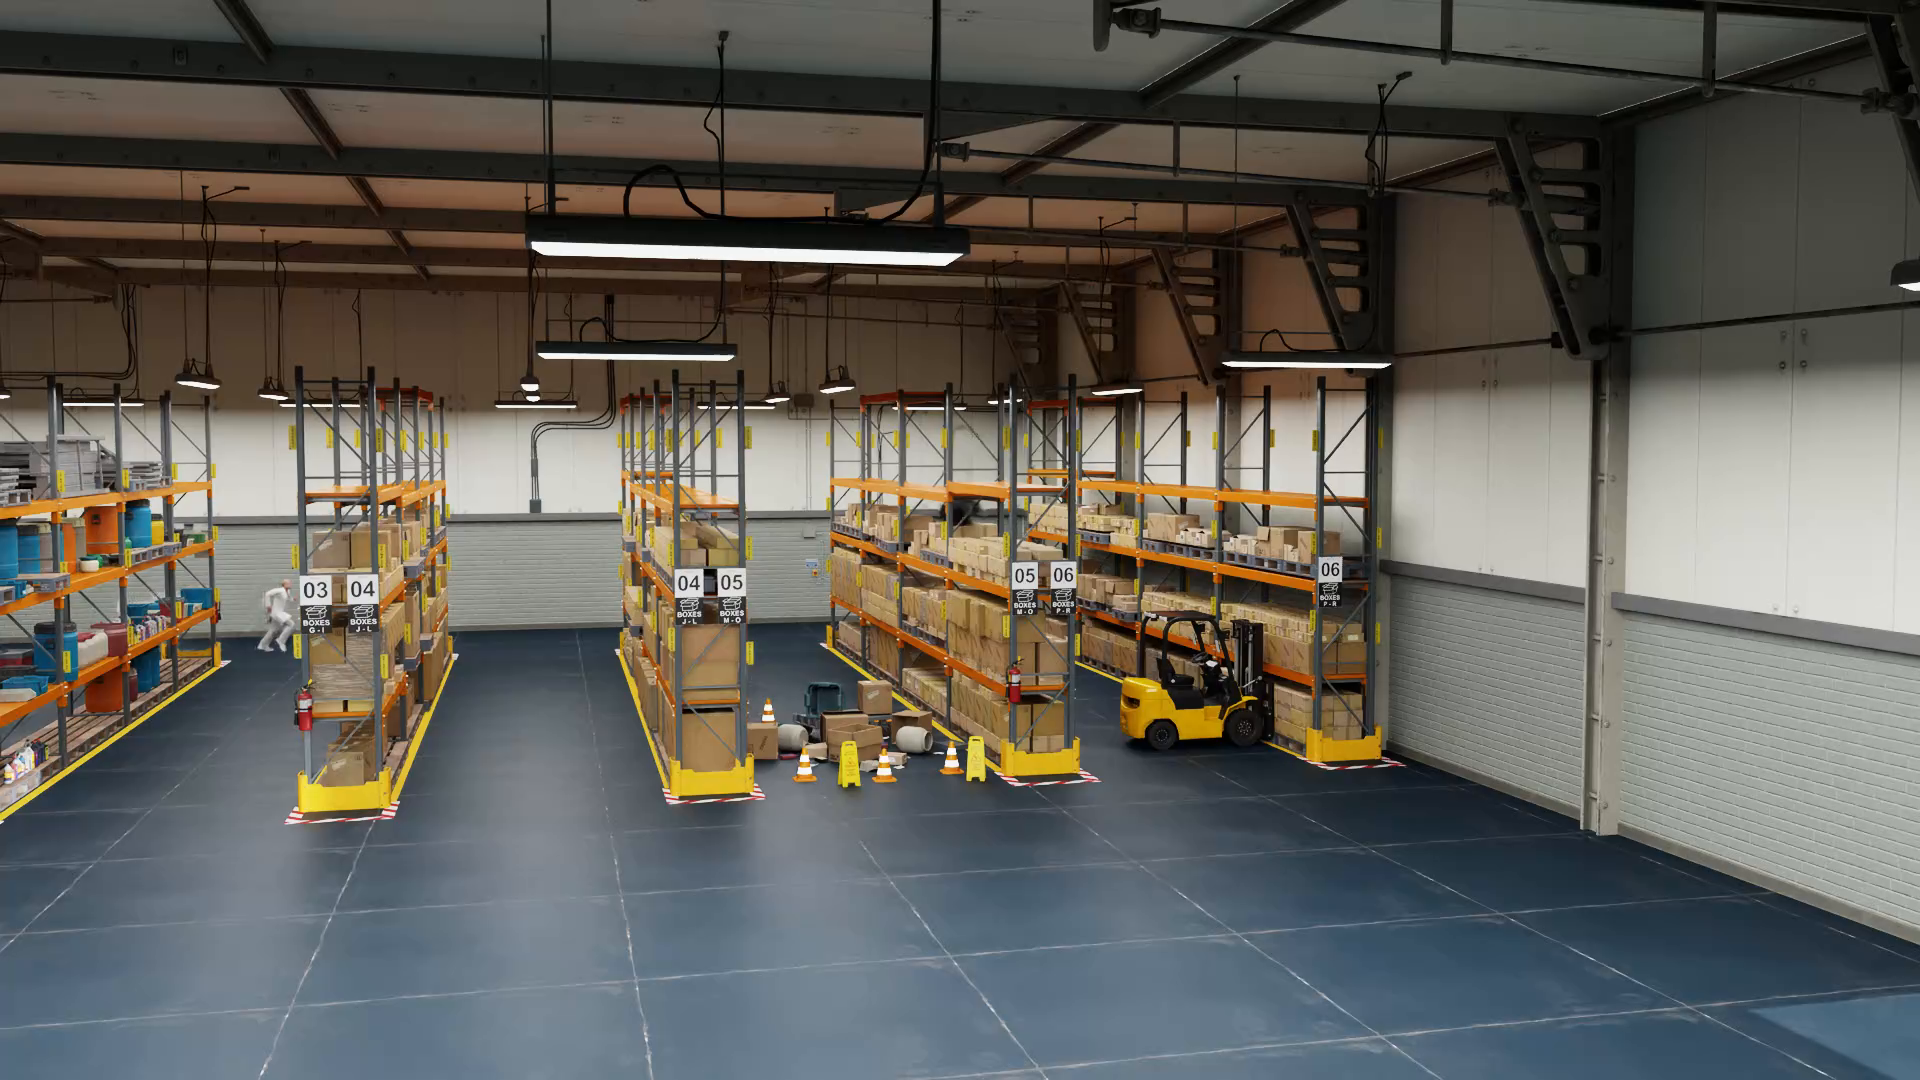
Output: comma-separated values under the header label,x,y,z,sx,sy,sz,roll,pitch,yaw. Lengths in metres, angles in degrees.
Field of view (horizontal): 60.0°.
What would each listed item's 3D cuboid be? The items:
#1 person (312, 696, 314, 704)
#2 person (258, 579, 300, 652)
label,x,y,z,sx,sy,sz,roll,pitch,yaw
person,-11.946,2.276,31.105,0.666,1.746,0.618,-1,4,-20
person,-16.082,1.785,39.250,0.989,1.722,0.693,-1,3,-11
